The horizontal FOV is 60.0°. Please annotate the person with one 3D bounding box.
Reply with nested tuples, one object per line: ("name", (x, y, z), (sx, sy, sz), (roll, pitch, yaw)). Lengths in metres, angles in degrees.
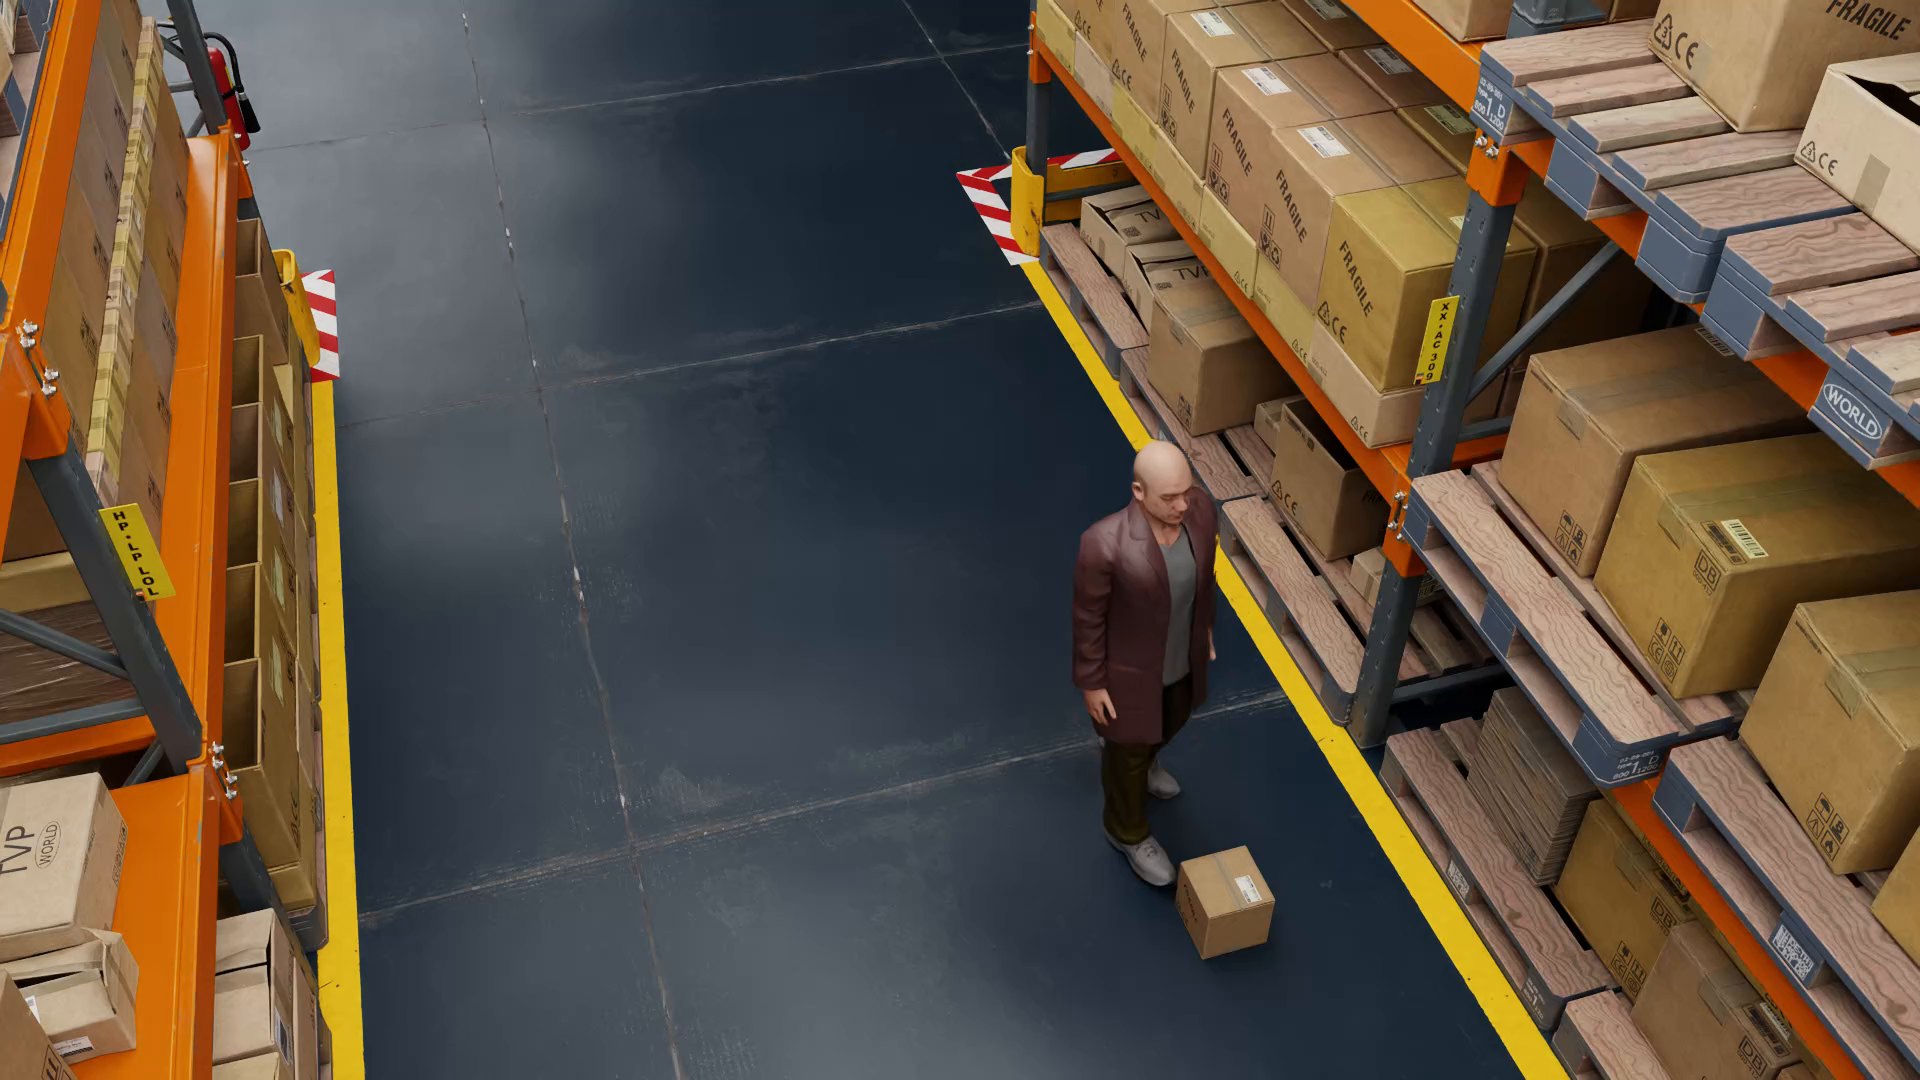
("person", (0.651, 0.403, 5.715), (0.618, 1.802, 0.691), (-22, 46, -23))
